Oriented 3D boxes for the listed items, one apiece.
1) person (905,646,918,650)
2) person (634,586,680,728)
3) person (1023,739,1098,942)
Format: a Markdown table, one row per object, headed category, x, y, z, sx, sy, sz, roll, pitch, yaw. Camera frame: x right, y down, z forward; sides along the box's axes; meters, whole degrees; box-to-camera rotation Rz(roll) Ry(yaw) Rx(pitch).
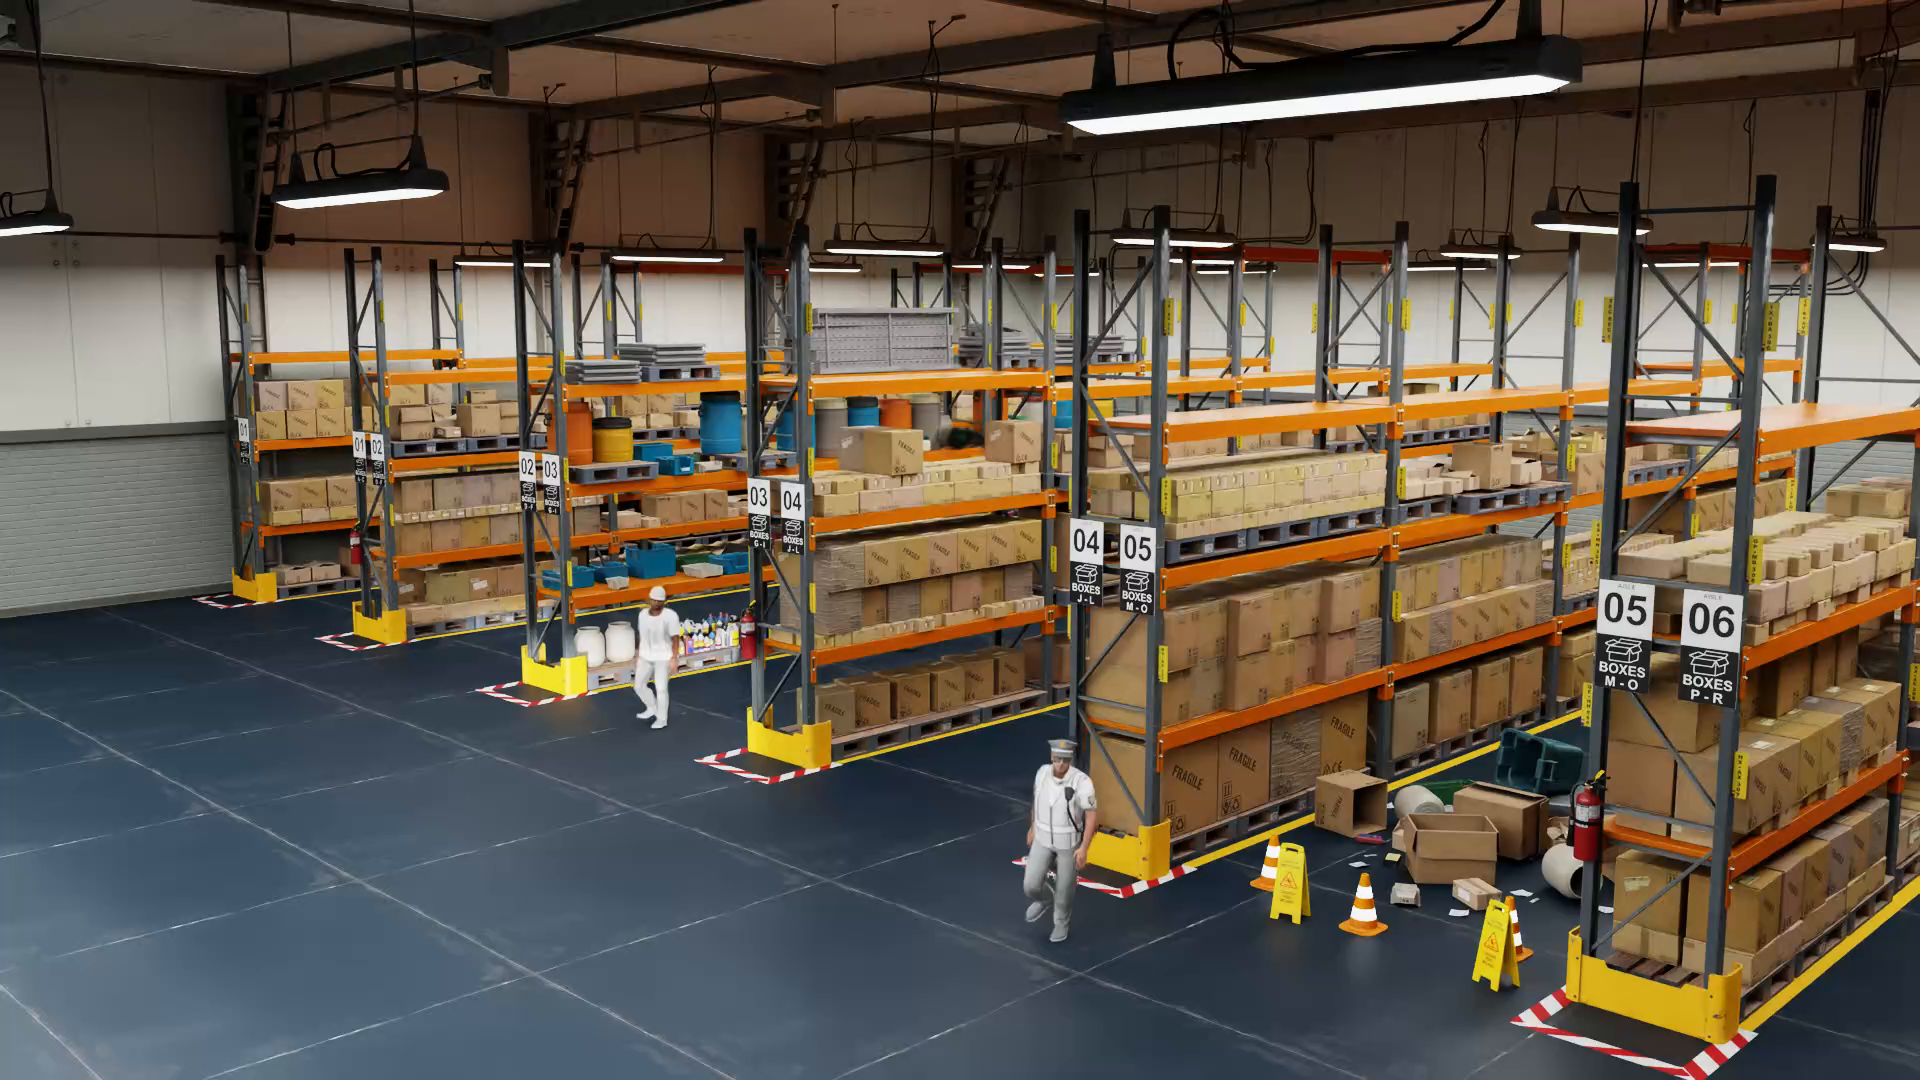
| category | x | y | z | sx | sy | sz | roll | pitch | yaw |
| --- | --- | --- | --- | --- | --- | --- | --- | --- | --- |
| person | -0.845 | 0.811 | 24.621 | 0.666 | 1.724 | 0.792 | 6 | 10 | 37 |
| person | -3.698 | 1.419 | 20.297 | 0.636 | 1.759 | 0.448 | 2 | 8 | 16 |
| person | 0.810 | 2.419 | 13.459 | 0.667 | 1.740 | 0.590 | 3 | 9 | 20 |
